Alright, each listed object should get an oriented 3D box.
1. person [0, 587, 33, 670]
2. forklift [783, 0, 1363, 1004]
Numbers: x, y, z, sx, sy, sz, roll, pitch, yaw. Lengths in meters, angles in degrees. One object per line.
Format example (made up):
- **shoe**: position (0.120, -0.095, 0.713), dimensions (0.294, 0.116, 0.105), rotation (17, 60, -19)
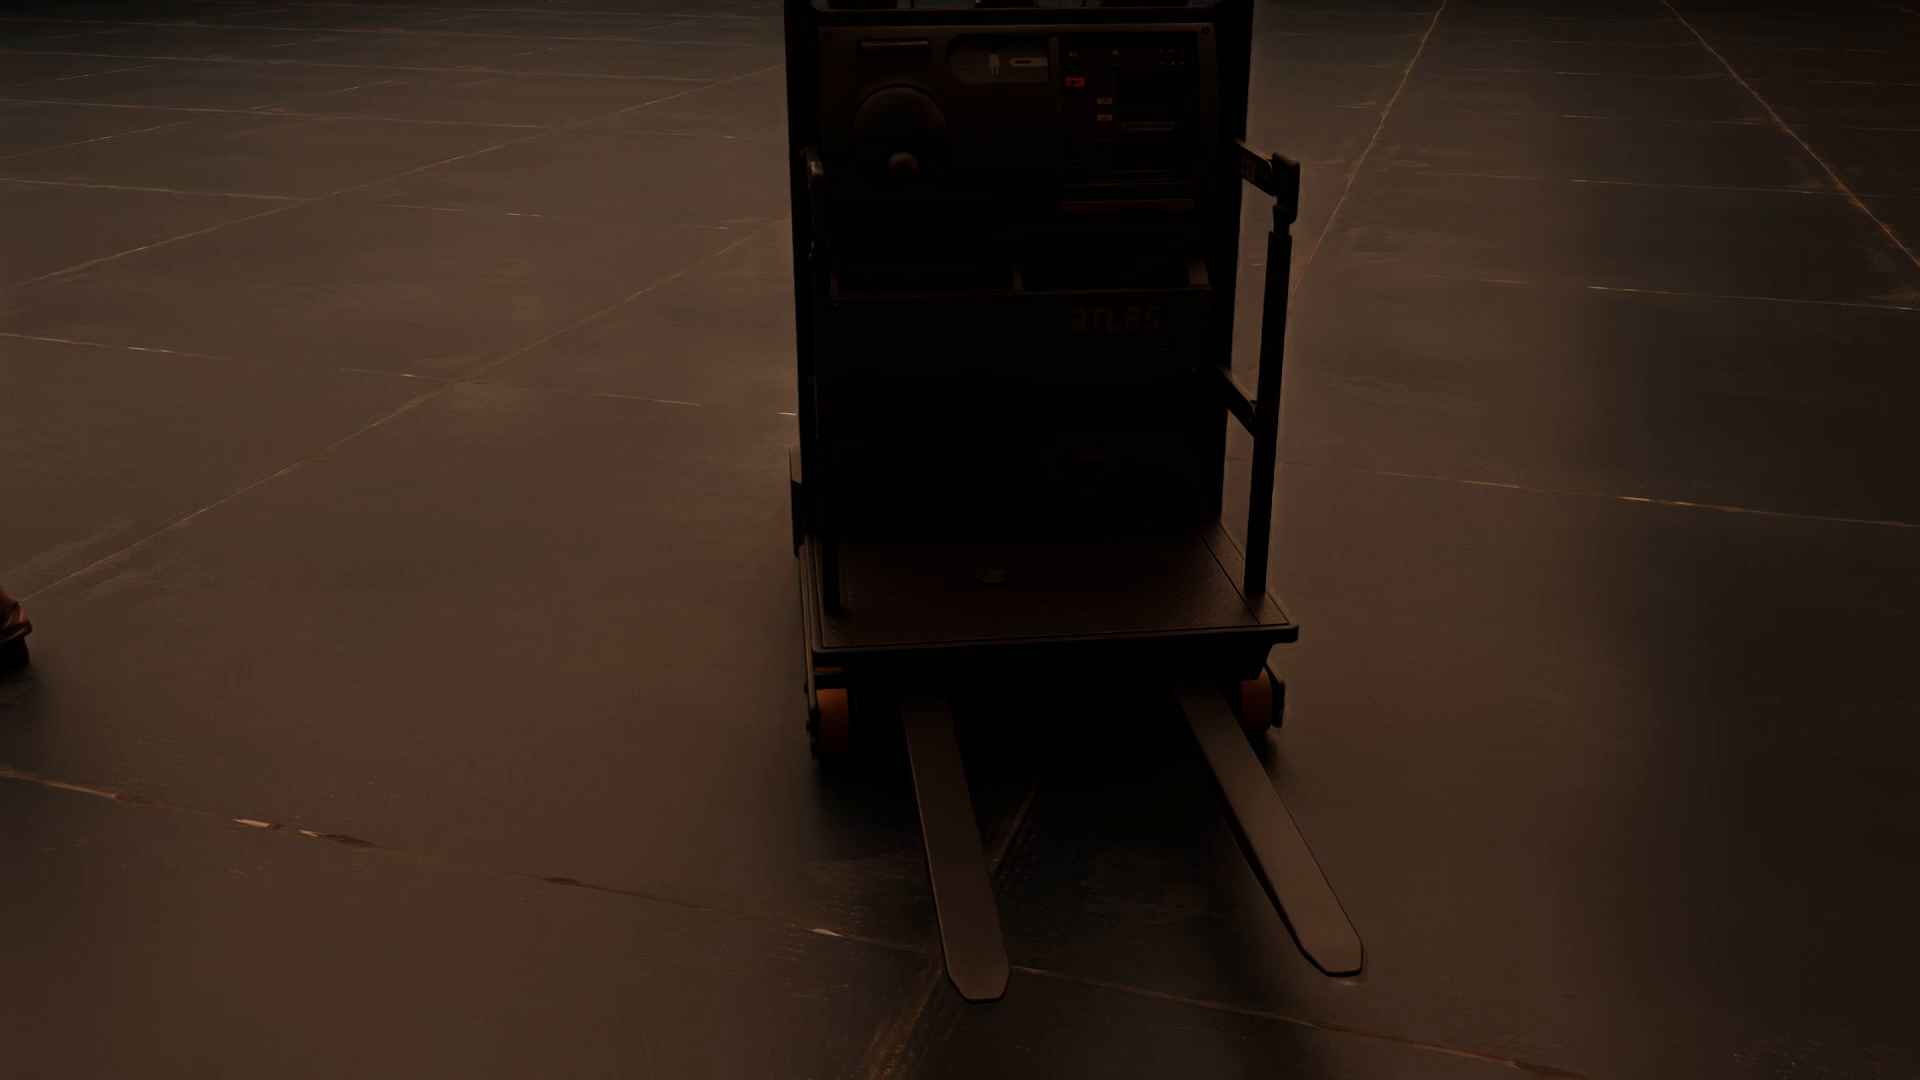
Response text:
- **person**: position (-2.794, -0.438, 3.999), dimensions (0.721, 1.712, 0.967), rotation (-11, 25, -25)
- **forklift**: position (0.167, -0.984, 3.664), dimensions (1.130, 2.935, 3.031), rotation (-3, 23, -6)
